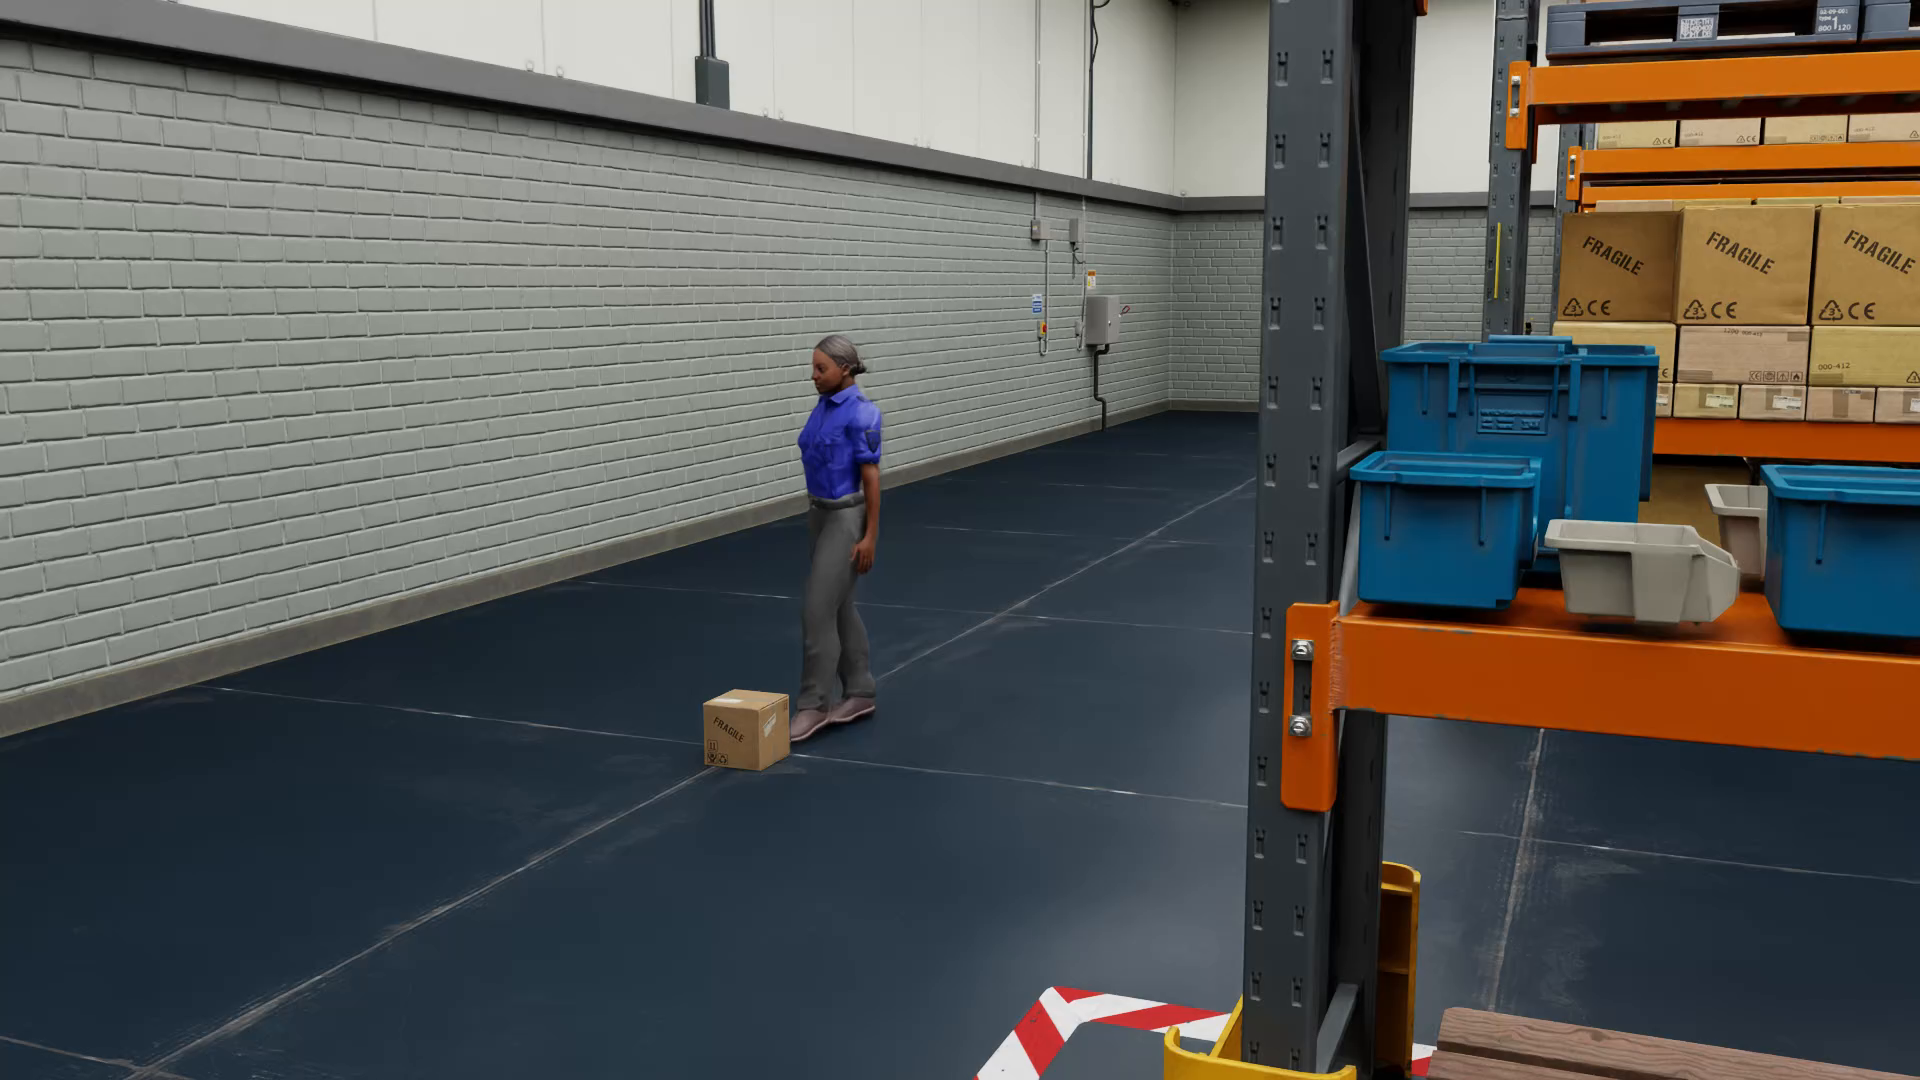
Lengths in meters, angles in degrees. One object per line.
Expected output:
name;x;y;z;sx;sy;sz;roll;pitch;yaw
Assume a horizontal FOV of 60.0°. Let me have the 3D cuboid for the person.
person;-0.602;-0.028;6.994;0.572;1.660;0.454;-5;10;-30
